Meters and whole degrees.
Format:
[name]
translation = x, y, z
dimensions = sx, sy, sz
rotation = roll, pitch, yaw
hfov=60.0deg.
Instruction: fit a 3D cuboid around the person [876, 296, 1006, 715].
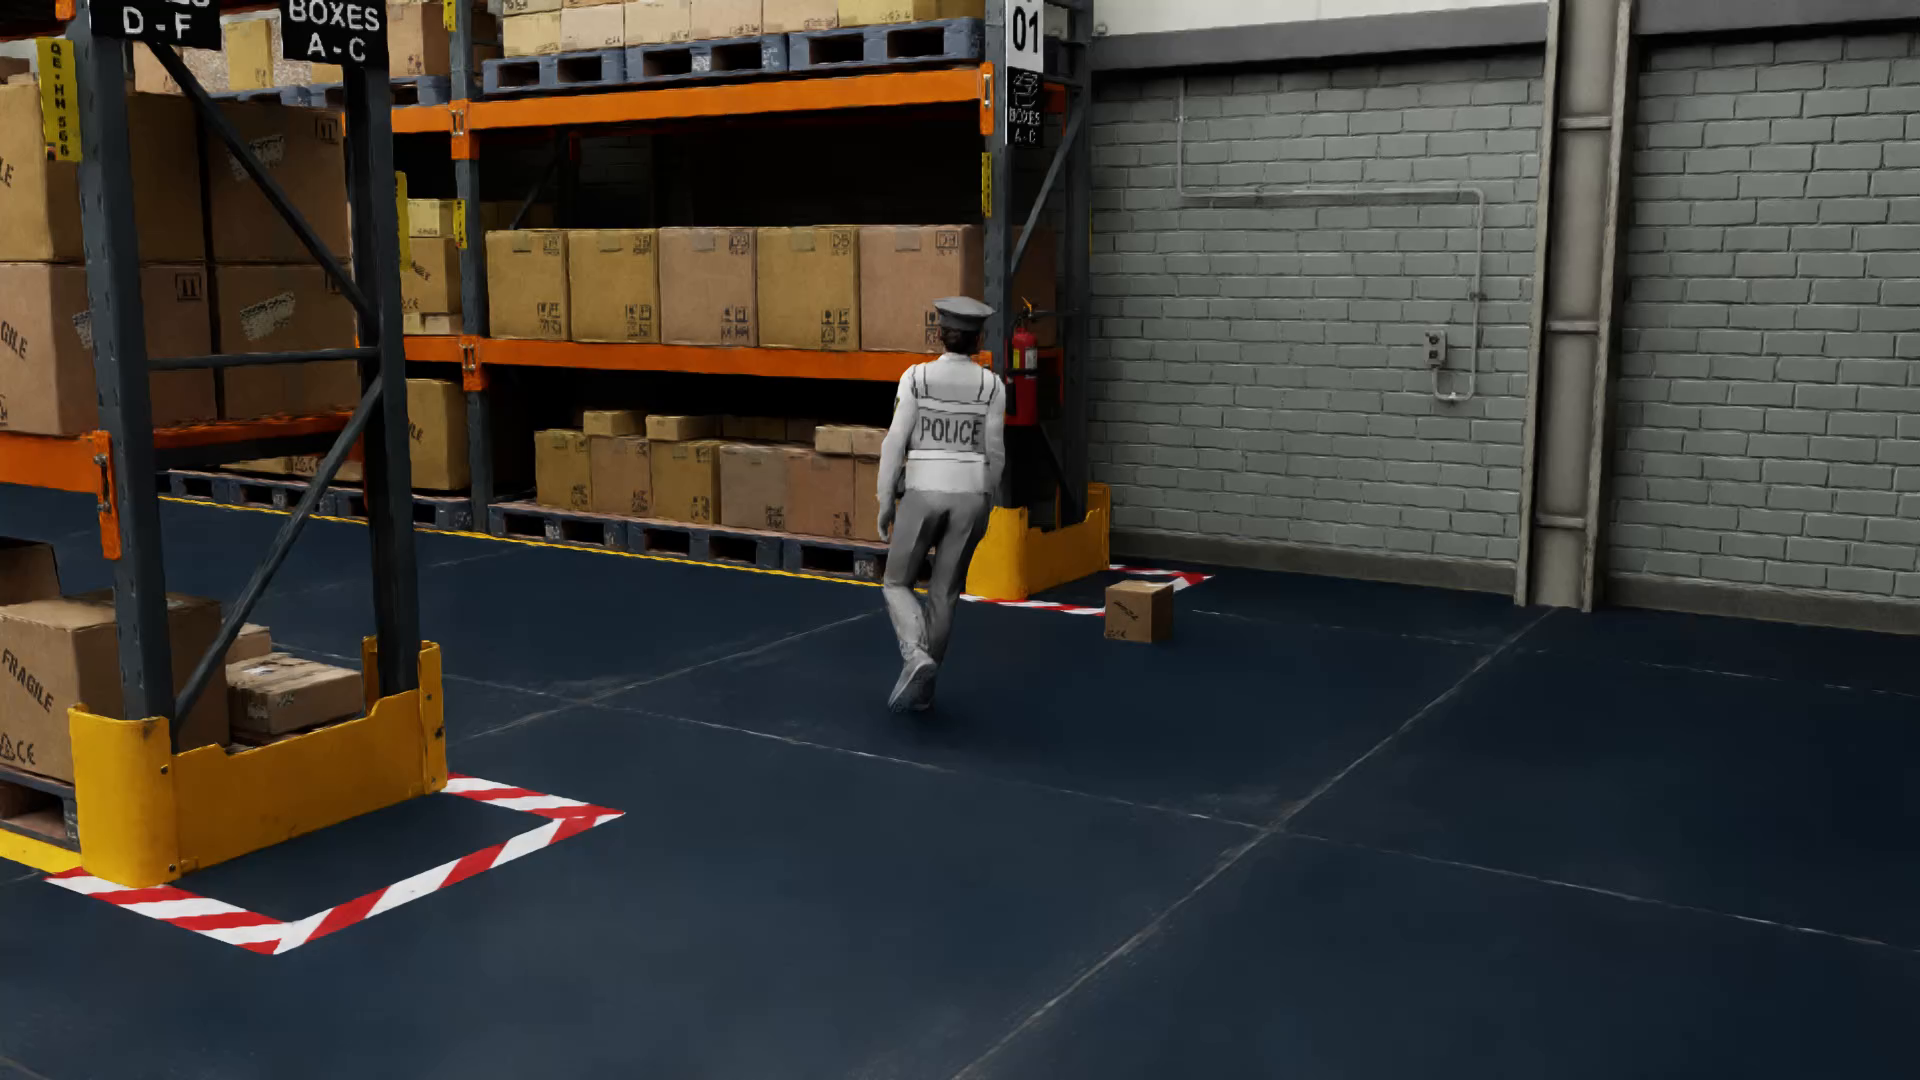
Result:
[person]
translation = -0.066, -0.119, 6.505
dimensions = 0.513, 1.640, 0.631
rotation = -1, 10, -5
